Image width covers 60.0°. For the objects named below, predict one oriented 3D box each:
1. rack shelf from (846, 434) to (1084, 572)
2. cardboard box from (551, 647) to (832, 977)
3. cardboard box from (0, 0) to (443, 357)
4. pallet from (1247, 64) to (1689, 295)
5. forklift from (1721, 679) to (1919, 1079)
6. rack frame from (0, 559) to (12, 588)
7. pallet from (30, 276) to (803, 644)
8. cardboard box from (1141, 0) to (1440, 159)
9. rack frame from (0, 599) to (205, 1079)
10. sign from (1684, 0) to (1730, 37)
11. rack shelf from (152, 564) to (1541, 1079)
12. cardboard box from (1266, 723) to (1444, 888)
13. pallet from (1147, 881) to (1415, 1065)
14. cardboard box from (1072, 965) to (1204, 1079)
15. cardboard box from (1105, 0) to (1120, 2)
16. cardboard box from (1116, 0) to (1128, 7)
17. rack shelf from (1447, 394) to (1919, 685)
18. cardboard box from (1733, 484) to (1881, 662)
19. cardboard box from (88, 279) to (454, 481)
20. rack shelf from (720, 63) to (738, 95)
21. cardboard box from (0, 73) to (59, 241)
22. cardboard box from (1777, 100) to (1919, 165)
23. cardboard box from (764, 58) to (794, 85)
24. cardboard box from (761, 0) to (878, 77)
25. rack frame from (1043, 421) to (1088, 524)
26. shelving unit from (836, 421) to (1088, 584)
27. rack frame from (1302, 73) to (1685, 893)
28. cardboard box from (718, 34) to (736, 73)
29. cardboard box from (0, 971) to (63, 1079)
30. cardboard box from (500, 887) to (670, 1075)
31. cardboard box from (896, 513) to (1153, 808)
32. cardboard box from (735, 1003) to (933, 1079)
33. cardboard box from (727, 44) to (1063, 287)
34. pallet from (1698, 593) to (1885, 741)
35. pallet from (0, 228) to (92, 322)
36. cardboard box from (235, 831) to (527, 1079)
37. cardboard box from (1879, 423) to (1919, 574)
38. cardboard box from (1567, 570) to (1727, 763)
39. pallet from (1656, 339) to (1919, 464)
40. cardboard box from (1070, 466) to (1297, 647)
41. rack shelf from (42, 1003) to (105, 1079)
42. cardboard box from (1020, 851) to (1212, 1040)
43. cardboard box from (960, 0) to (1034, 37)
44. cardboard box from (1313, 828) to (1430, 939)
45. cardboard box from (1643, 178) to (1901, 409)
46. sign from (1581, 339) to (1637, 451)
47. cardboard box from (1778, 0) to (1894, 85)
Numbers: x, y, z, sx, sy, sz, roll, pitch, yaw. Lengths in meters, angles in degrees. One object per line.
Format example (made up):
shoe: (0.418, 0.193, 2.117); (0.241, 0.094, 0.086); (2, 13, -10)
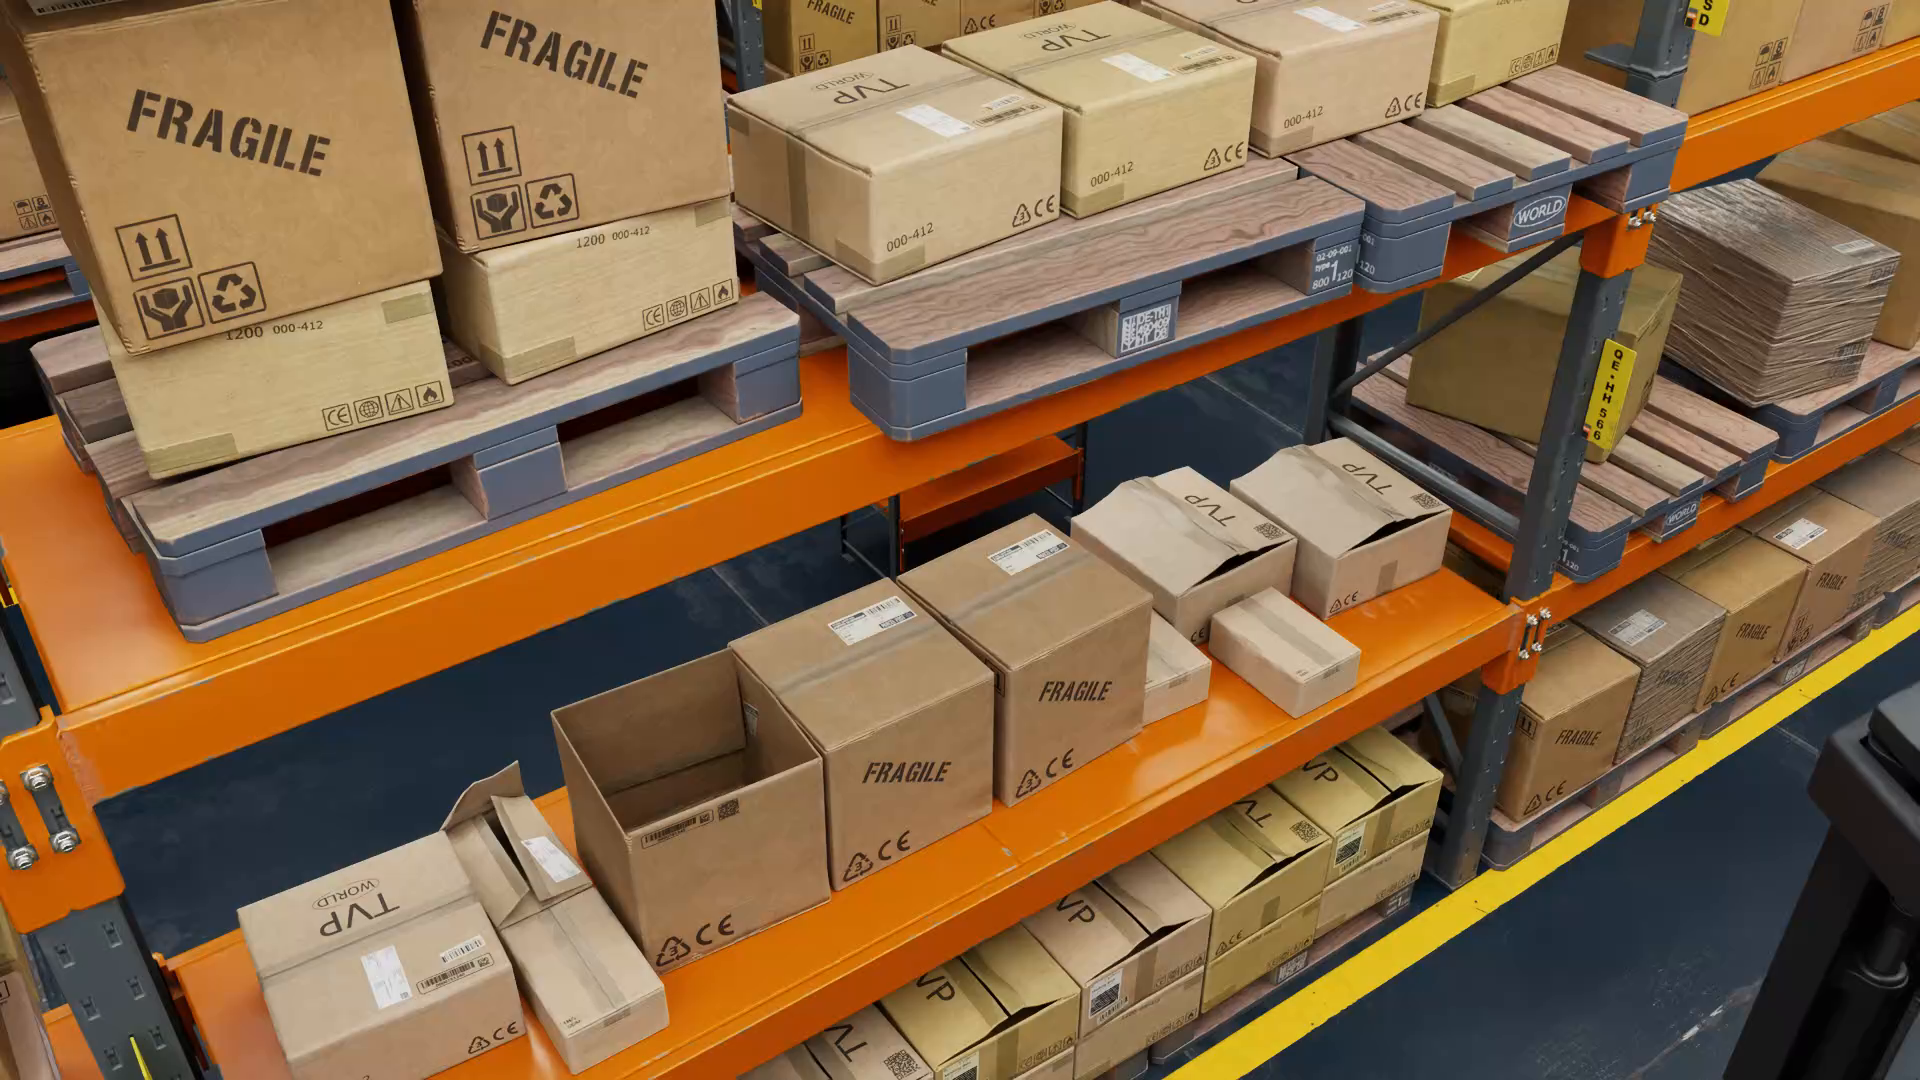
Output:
rack shelf: (0.006, -0.260, 7.567); (1.000, 0.278, 0.538); (-22, 41, -28)
cardboard box: (-0.667, 0.670, 4.164); (0.500, 0.500, 0.500); (-19, 40, -25)
cardboard box: (-1.208, -0.682, 2.687); (0.500, 0.500, 0.500); (-22, 41, -27)
pallet: (1.032, -1.077, 4.272); (1.003, 0.211, 1.213); (-20, 40, -26)
forklift: (2.200, 1.366, 3.340); (3.031, 2.935, 1.130); (-21, 41, -26)
rack frame: (-4.591, -1.225, 6.884); (0.127, 3.000, 1.000); (-22, 41, -28)
pallet: (-1.021, -0.305, 3.199); (1.217, 0.209, 0.805); (-24, 42, -30)
cardboard box: (0.779, -1.170, 4.008); (0.500, 0.250, 0.500); (-21, 41, -27)
rack frame: (-1.735, 1.138, 3.598); (0.127, 3.000, 1.000); (-22, 41, -28)
sign: (1.848, -1.399, 4.047); (0.005, 0.325, 0.100); (-22, 41, -28)
rack shelf: (-0.100, 0.758, 4.744); (4.000, 0.370, 1.077); (-22, 41, -28)
cardboard box: (1.249, 0.805, 5.577); (0.500, 0.311, 0.500); (-21, 41, -27)
pallet: (0.840, 1.183, 5.924); (1.213, 0.211, 1.003); (-22, 41, -28)
cardboard box: (0.413, 1.375, 5.265); (0.500, 0.250, 0.500); (-21, 41, -27)
cardboard box: (0.889, -3.468, 9.646); (0.500, 0.500, 0.500); (-22, 41, -28)
cardboard box: (0.771, -3.166, 9.782); (0.250, 0.149, 0.380); (-24, 42, -29)
rack shelf: (3.170, -0.588, 6.614); (4.000, 0.370, 1.077); (-22, 41, -28)
cardboard box: (3.333, 0.089, 6.821); (0.500, 0.500, 0.500); (-24, 42, -29)
cardboard box: (-1.225, -0.392, 2.925); (0.500, 0.250, 0.500); (-18, 39, -23)
rack shelf: (0.313, -2.951, 9.900); (4.000, 0.370, 1.077); (-22, 41, -28)
cardboard box: (-4.156, -1.599, 6.942); (0.500, 0.500, 0.700); (-22, 41, -28)
cardboard box: (3.763, -1.450, 6.751); (0.500, 0.500, 0.700); (-16, 39, -21)
cardboard box: (-0.919, -2.476, 8.822); (0.250, 0.149, 0.380); (-23, 42, -29)
cardboard box: (-0.777, -2.781, 8.690); (0.500, 0.500, 0.500); (-21, 41, -27)
rack frame: (0.421, -0.630, 7.662); (0.032, 1.125, 0.500); (-22, 41, -28)
shelving unit: (0.006, -0.459, 7.425); (1.048, 1.125, 0.538); (-22, 41, -28)
rack frame: (1.535, -0.207, 5.469); (0.127, 3.000, 1.000); (-22, 41, -28)
cardboard box: (-1.203, -2.708, 9.144); (0.250, 0.149, 0.380); (-22, 41, -27)
cardboard box: (-1.833, 1.028, 3.110); (0.250, 0.149, 0.380); (-22, 41, -28)
cardboard box: (-0.893, 1.040, 3.950); (0.250, 0.149, 0.380); (-22, 41, -28)
cardboard box: (0.173, 0.324, 4.644); (0.500, 0.500, 0.500); (-25, 42, -30)
cardboard box: (-0.419, 1.496, 4.616); (0.500, 0.311, 0.500); (-24, 42, -29)
cardboard box: (-0.136, -0.803, 3.497); (0.500, 0.250, 0.500); (-26, 43, -32)
pallet: (3.163, 0.284, 7.175); (1.213, 0.211, 1.003); (-22, 41, -28)
pallet: (-3.883, -1.334, 7.201); (1.213, 0.211, 1.003); (-22, 41, -28)
cardboard box: (-1.357, 1.013, 3.901); (0.500, 0.250, 0.500); (-20, 40, -25)
cardboard box: (4.157, -0.251, 7.295); (0.500, 0.500, 0.500); (-22, 41, -28)
cardboard box: (2.496, 0.434, 6.342); (0.500, 0.500, 0.500); (-24, 42, -29)
pallet: (3.122, -0.786, 6.438); (1.213, 0.211, 1.003); (-22, 41, -28)
cardboard box: (0.692, 0.037, 5.205); (0.500, 0.311, 0.500); (-23, 42, -28)
rack shelf: (-3.369, 2.103, 2.873); (4.000, 0.370, 1.077); (-22, 41, -28)
cardboard box: (0.413, 1.151, 5.096); (0.500, 0.311, 0.500); (-23, 41, -28)
cardboard box: (0.062, -3.119, 9.160); (0.500, 0.500, 0.500); (-23, 41, -28)
cardboard box: (1.245, 1.032, 5.741); (0.500, 0.250, 0.500); (-21, 41, -27)
cardboard box: (2.842, -0.900, 5.988); (0.500, 0.500, 0.700); (-15, 38, -19)
sign: (1.857, -0.413, 4.764); (0.005, 0.325, 0.100); (-22, 41, -28)
cardboard box: (2.289, -1.800, 5.029); (0.500, 0.500, 0.910); (-22, 41, -28)
